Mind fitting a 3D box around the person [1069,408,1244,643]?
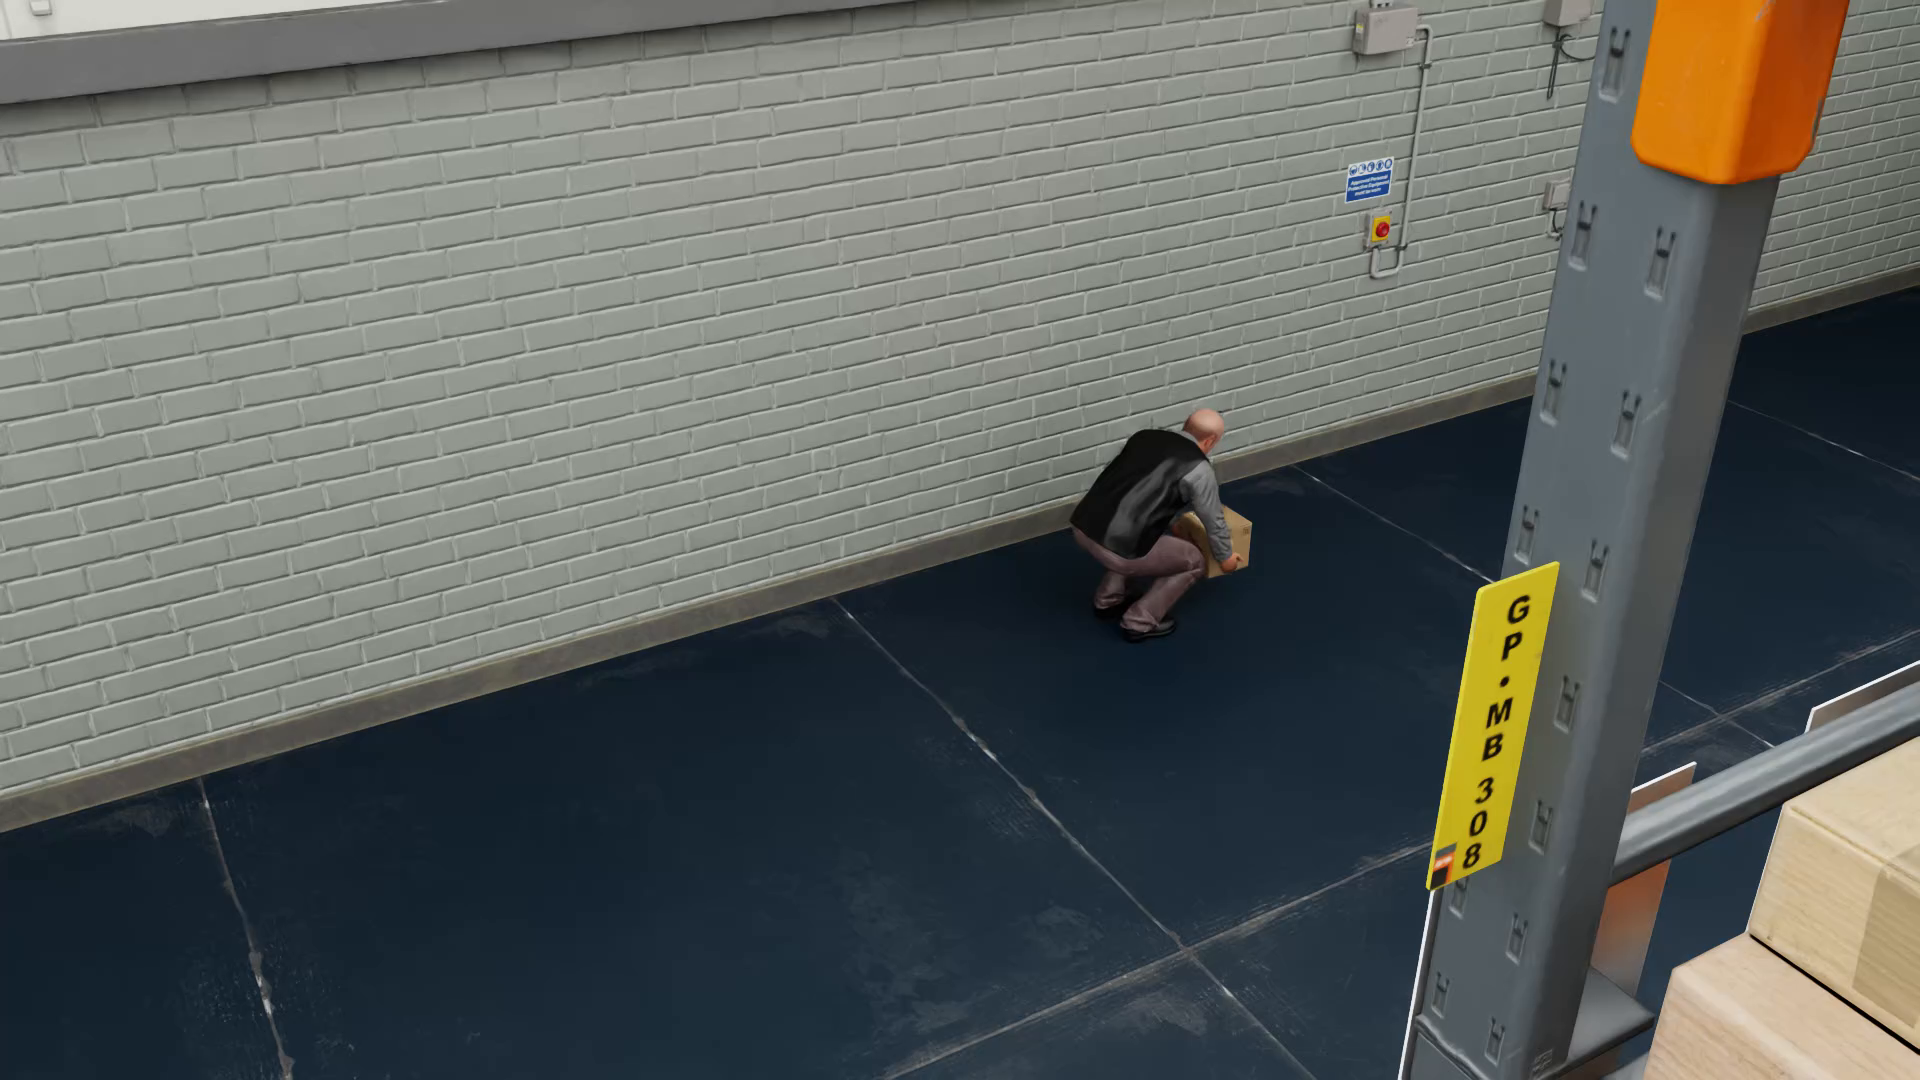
[{"bbox_3d":[0.930,-0.085,8.034,0.855,1.025,0.548,-16,33,-26],"label":"person"}]
